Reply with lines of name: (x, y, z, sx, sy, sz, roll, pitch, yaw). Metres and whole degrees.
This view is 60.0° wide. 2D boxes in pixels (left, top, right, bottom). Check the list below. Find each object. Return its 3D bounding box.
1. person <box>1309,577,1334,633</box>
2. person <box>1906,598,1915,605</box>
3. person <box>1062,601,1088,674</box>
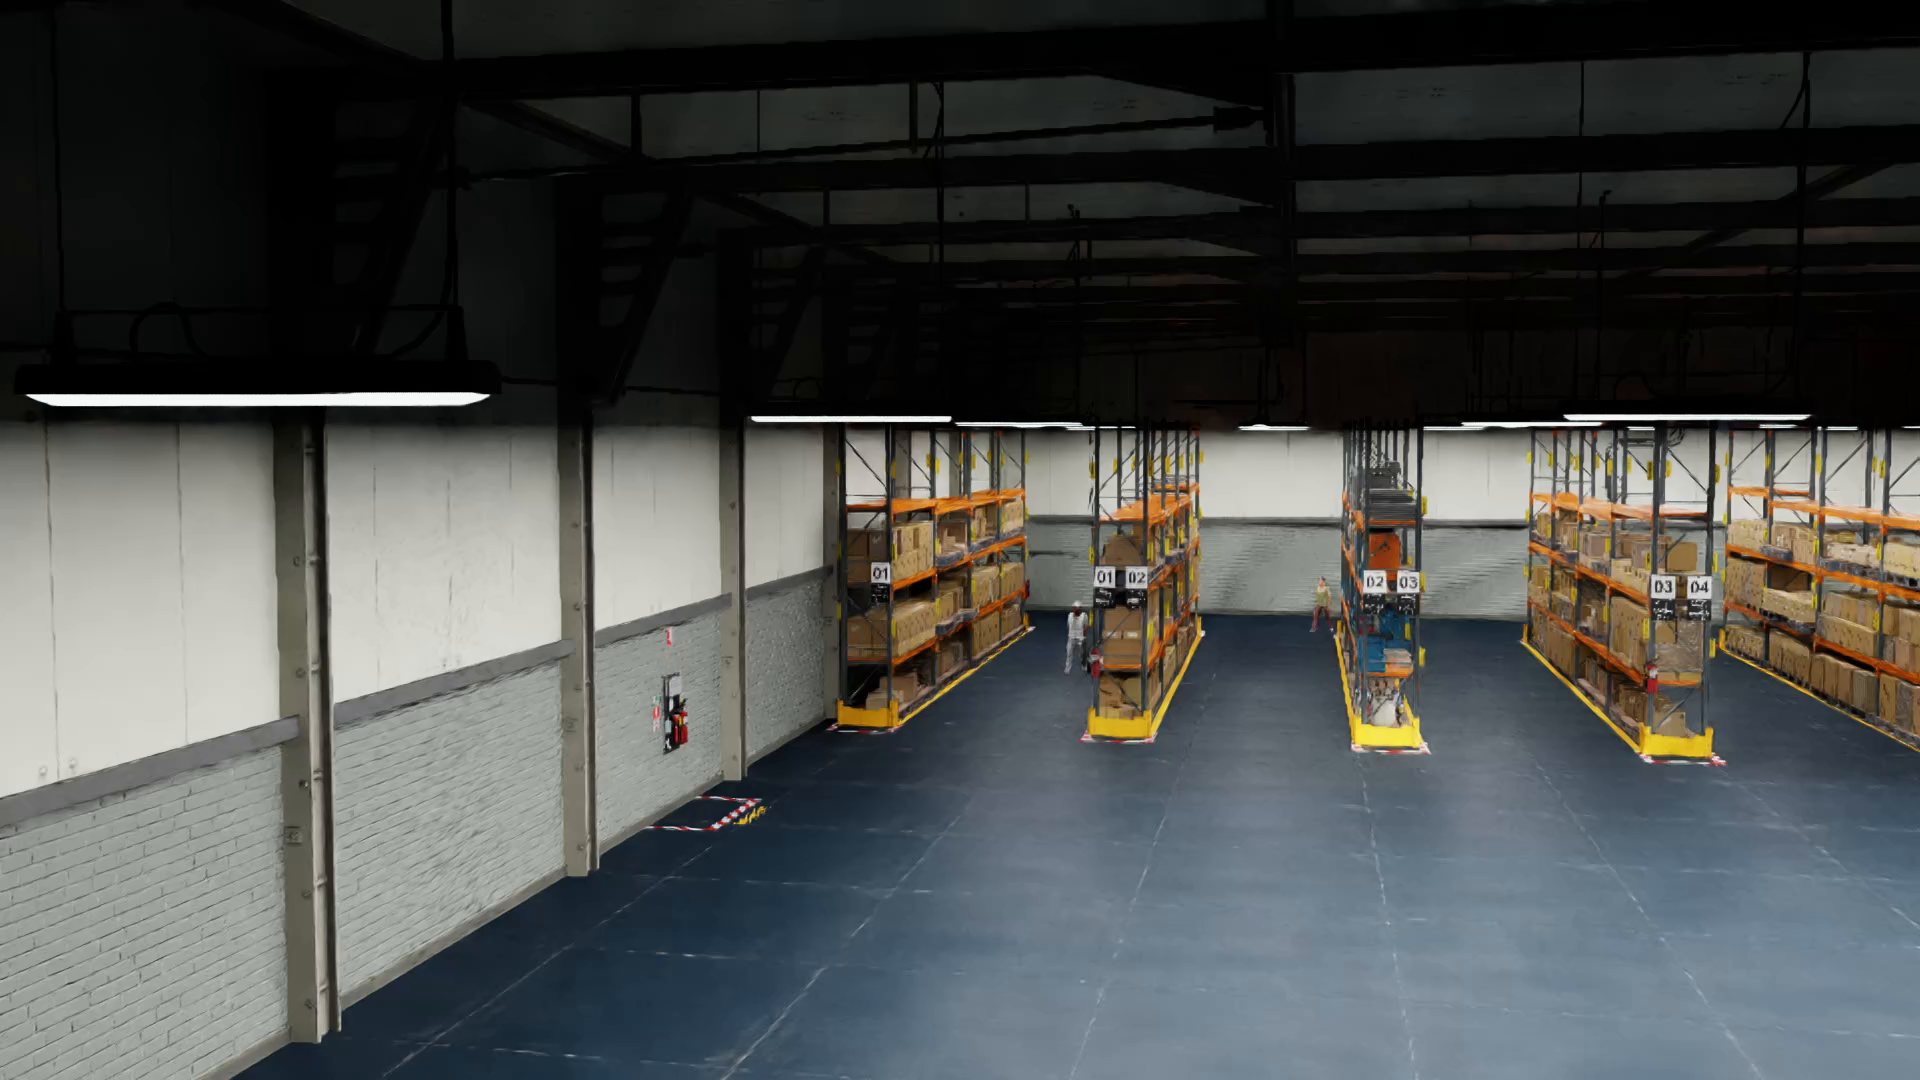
person: (10.331, 1.846, 47.363, 0.485, 1.618, 0.959, 3, 5, 35)
person: (23.695, 2.186, 41.454, 0.408, 1.678, 0.538, -1, 4, -18)
person: (2.770, 2.299, 39.338, 0.551, 1.723, 1.036, 1, 4, 20)
